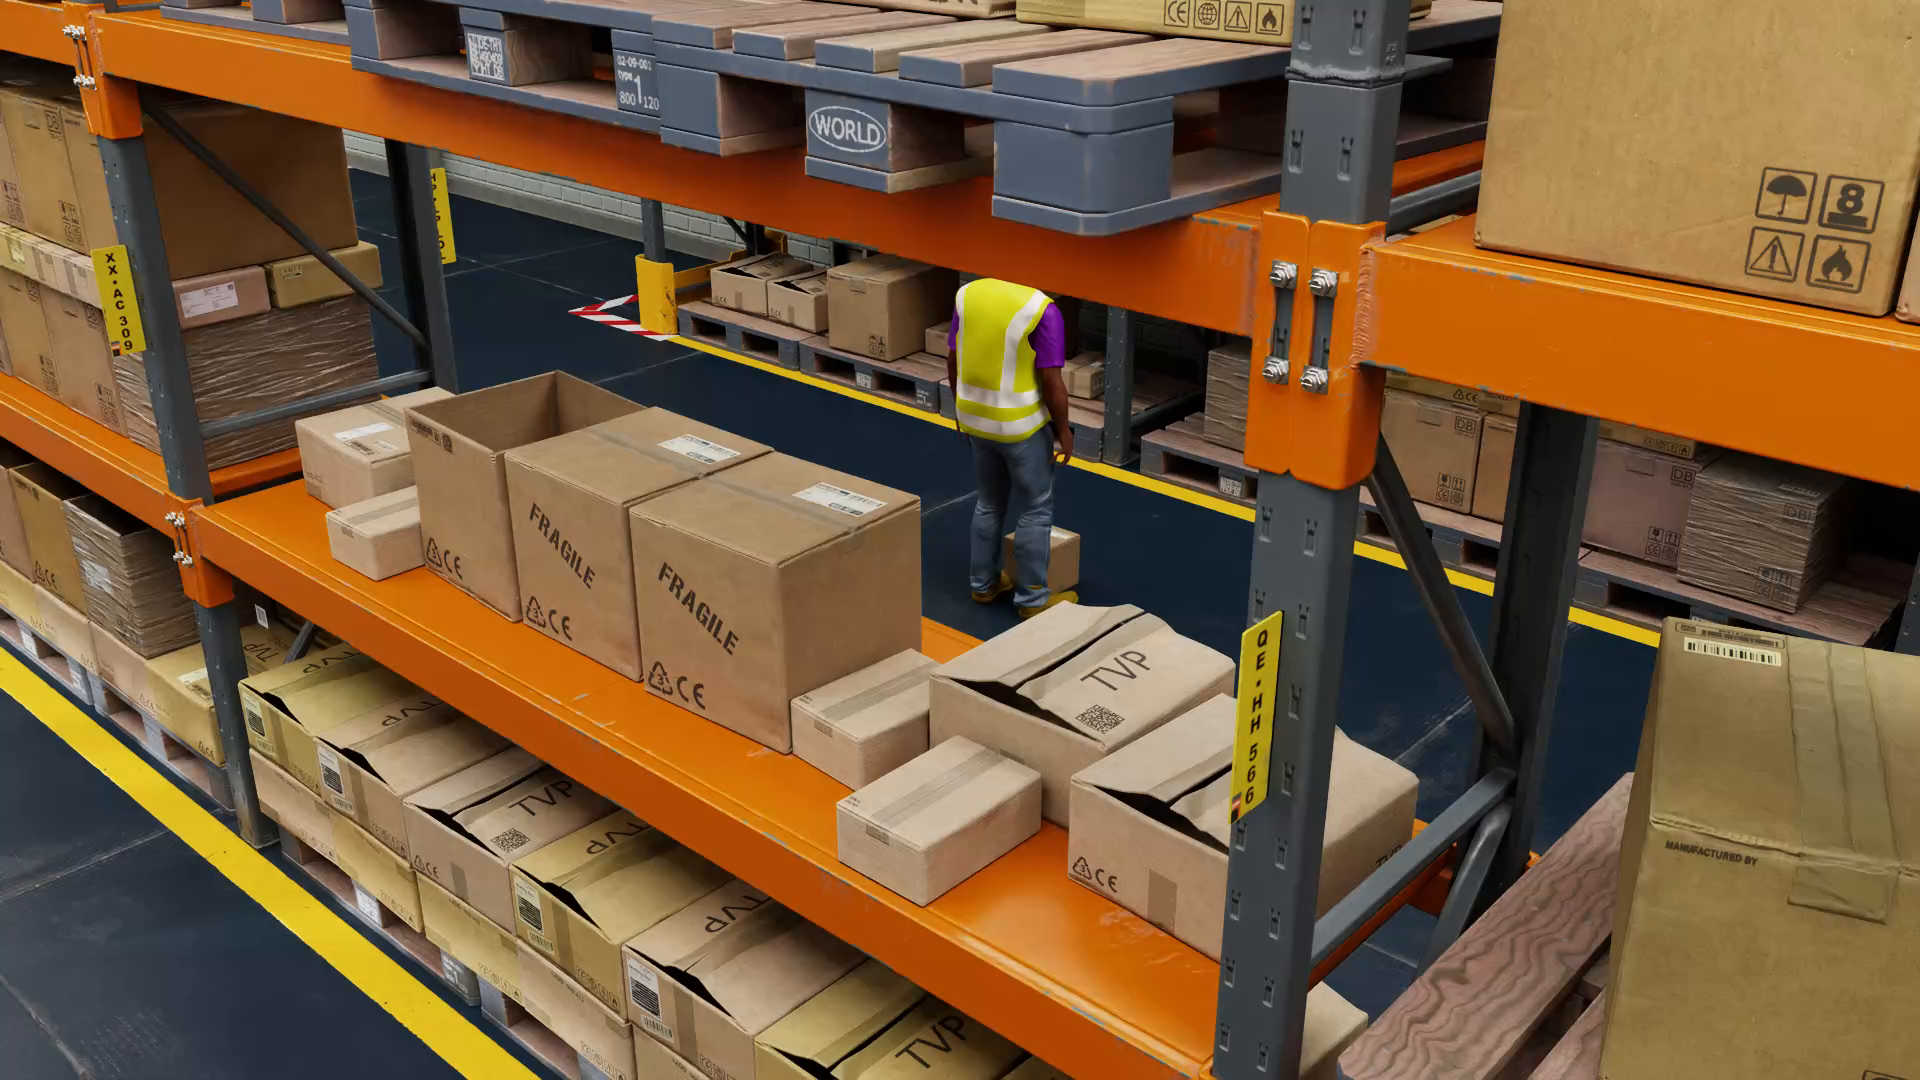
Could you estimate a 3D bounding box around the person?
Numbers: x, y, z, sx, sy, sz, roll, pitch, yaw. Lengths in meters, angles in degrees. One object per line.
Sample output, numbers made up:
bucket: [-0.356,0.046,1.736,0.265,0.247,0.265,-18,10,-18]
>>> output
person: [0.230,-0.528,7.278,0.628,1.759,0.461,19,30,36]
